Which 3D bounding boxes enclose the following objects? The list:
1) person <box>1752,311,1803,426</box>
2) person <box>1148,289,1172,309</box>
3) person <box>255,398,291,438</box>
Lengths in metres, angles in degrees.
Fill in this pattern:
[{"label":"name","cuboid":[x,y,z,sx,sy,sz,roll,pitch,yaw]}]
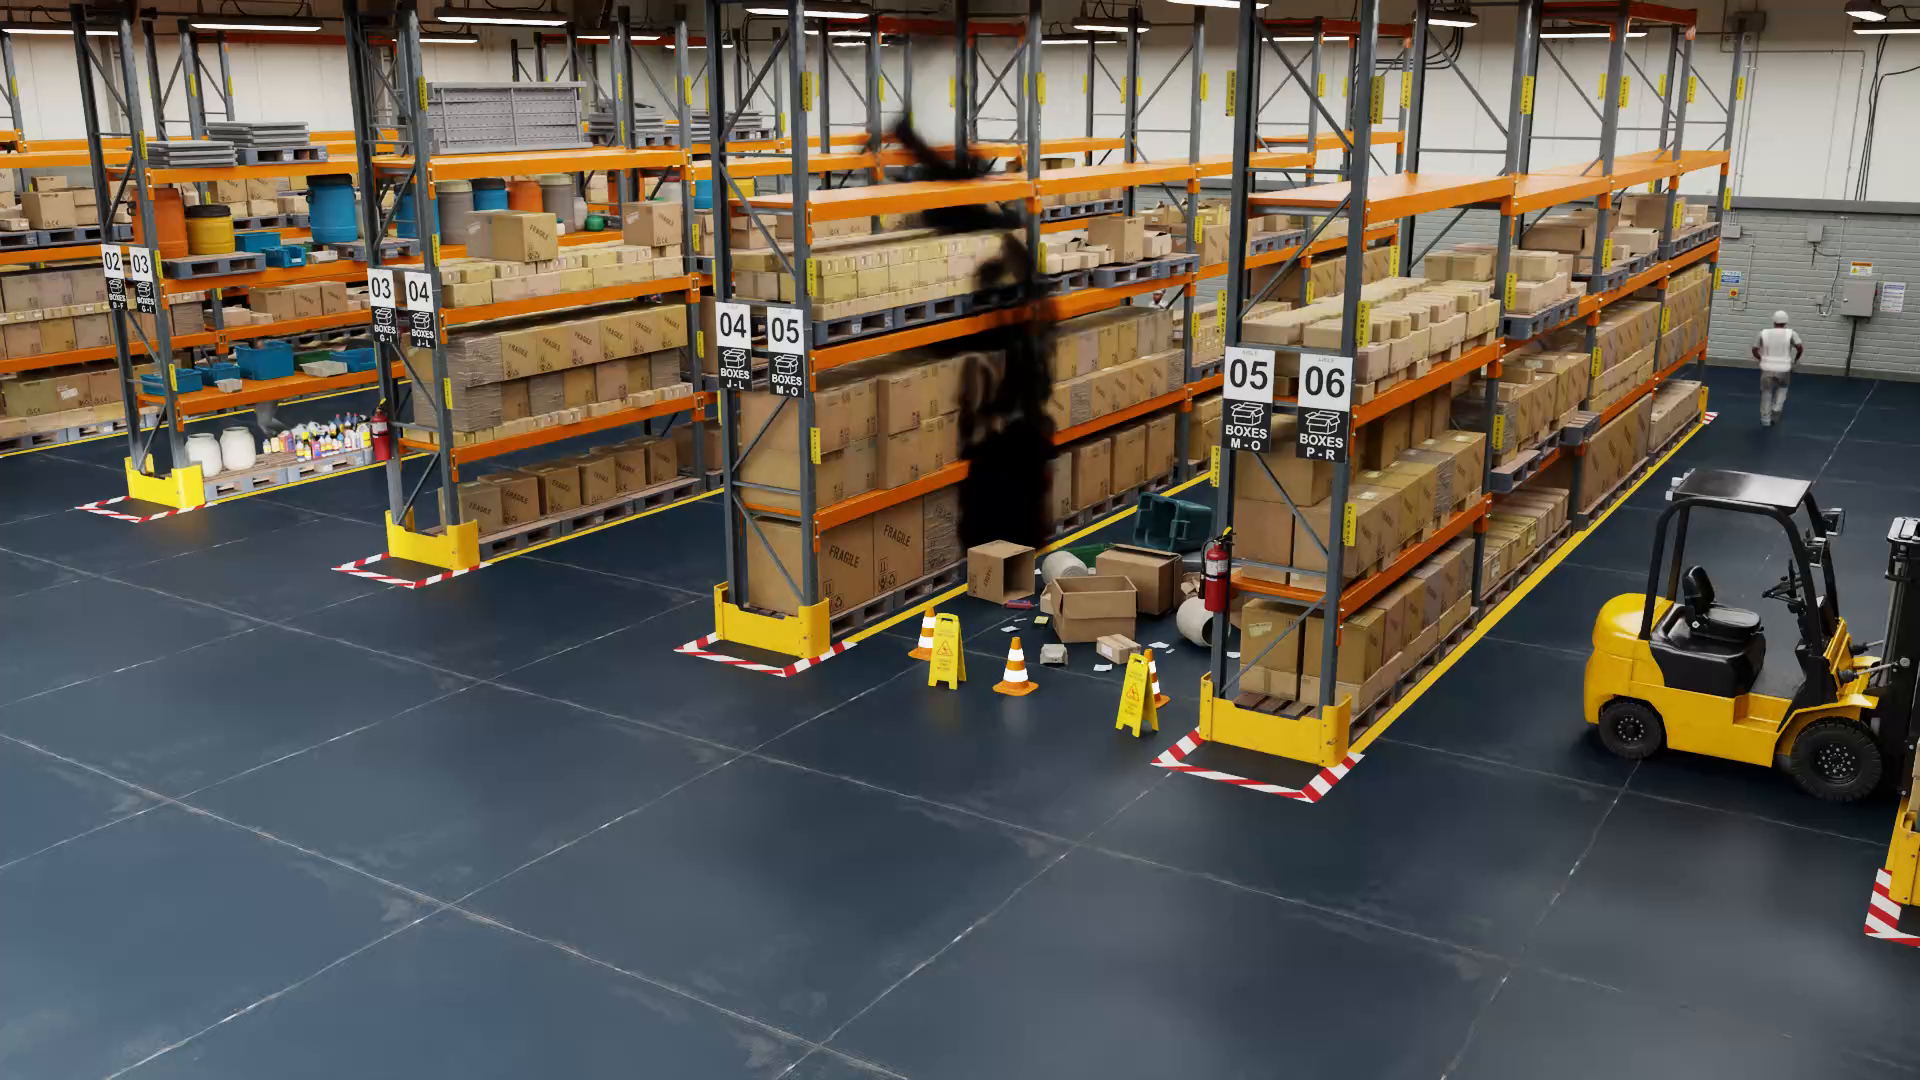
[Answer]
[{"label":"person","cuboid":[12.445,-2.628,25.378,0.704,1.746,0.592,8,18,28]},{"label":"person","cuboid":[3.450,-3.597,29.061,0.585,1.680,0.628,7,17,24]},{"label":"person","cuboid":[-9.822,-1.948,23.589,0.535,1.404,0.471,7,17,25]}]
